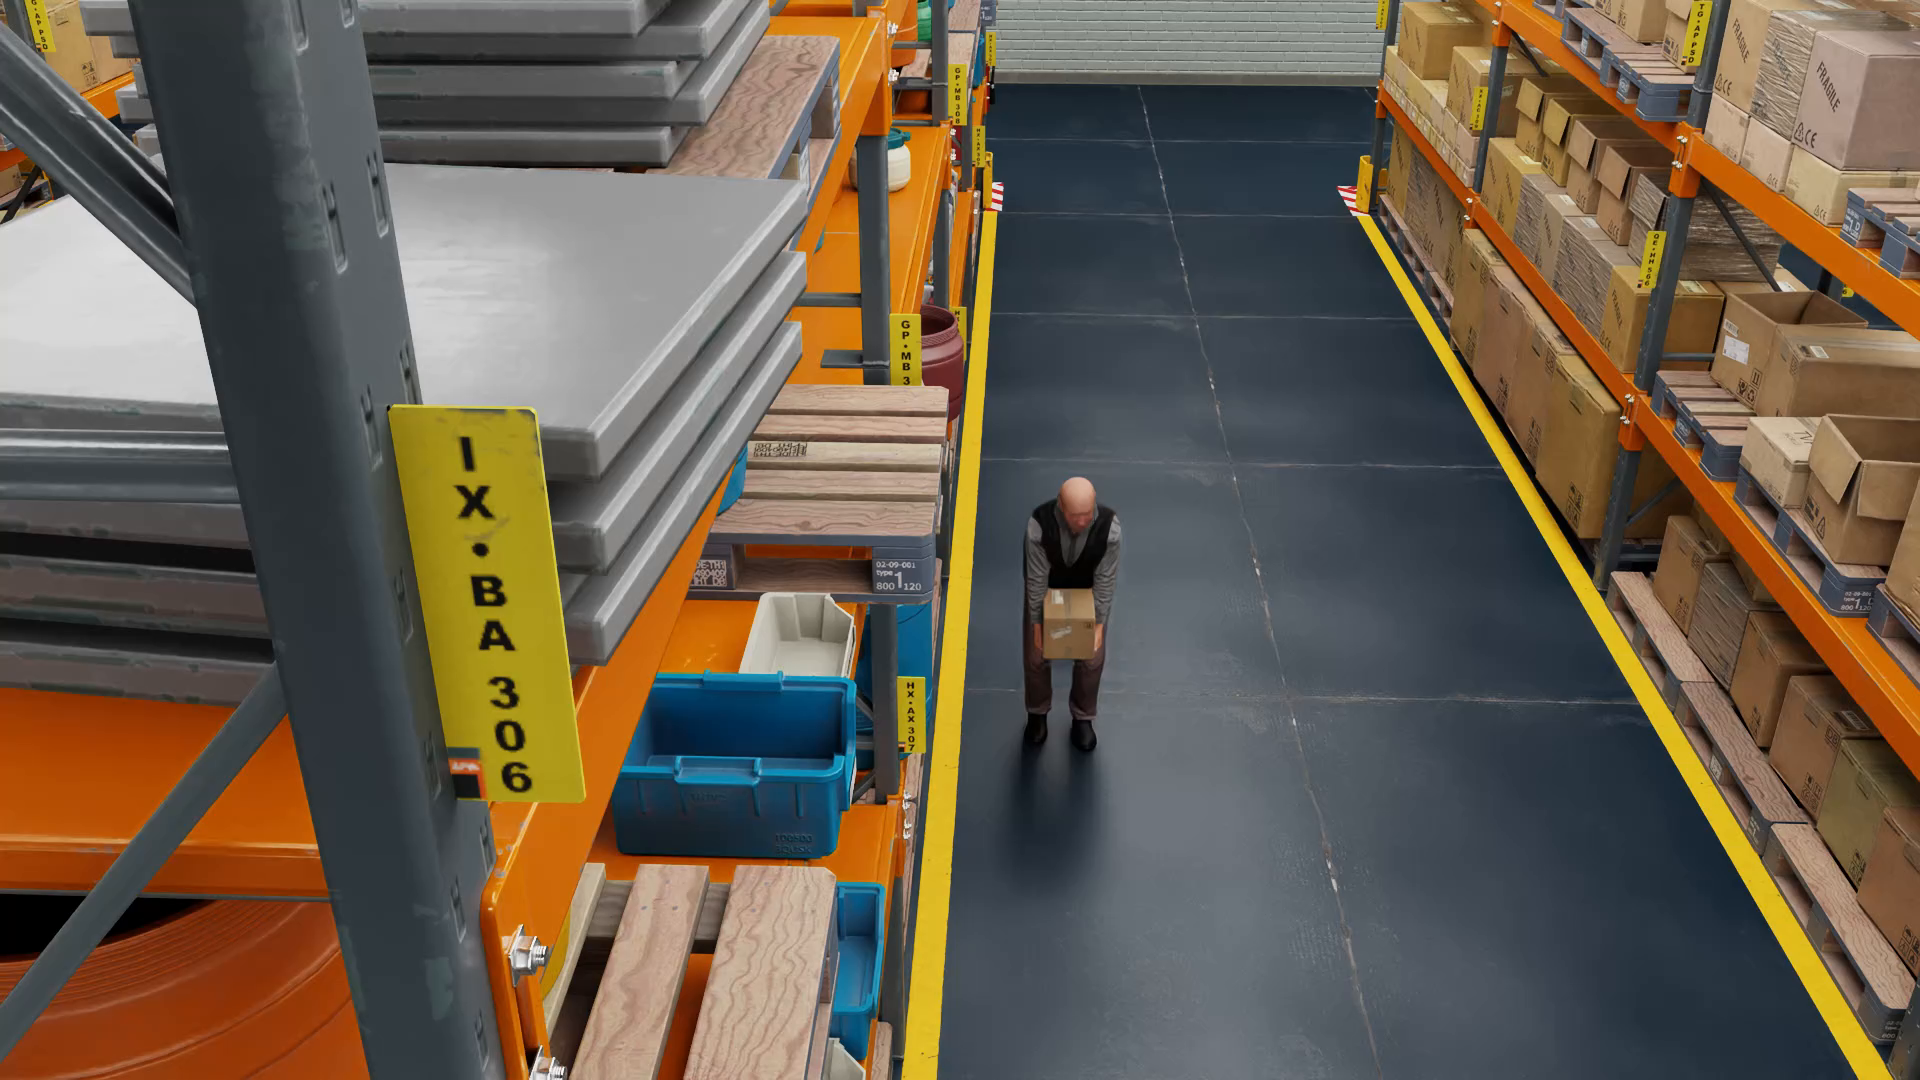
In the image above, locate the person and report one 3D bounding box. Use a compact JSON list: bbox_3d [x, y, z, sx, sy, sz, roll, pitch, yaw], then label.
[{"bbox_3d":[0.556,0.278,8.373,0.489,1.711,0.574,0,28,1],"label":"person"}]
